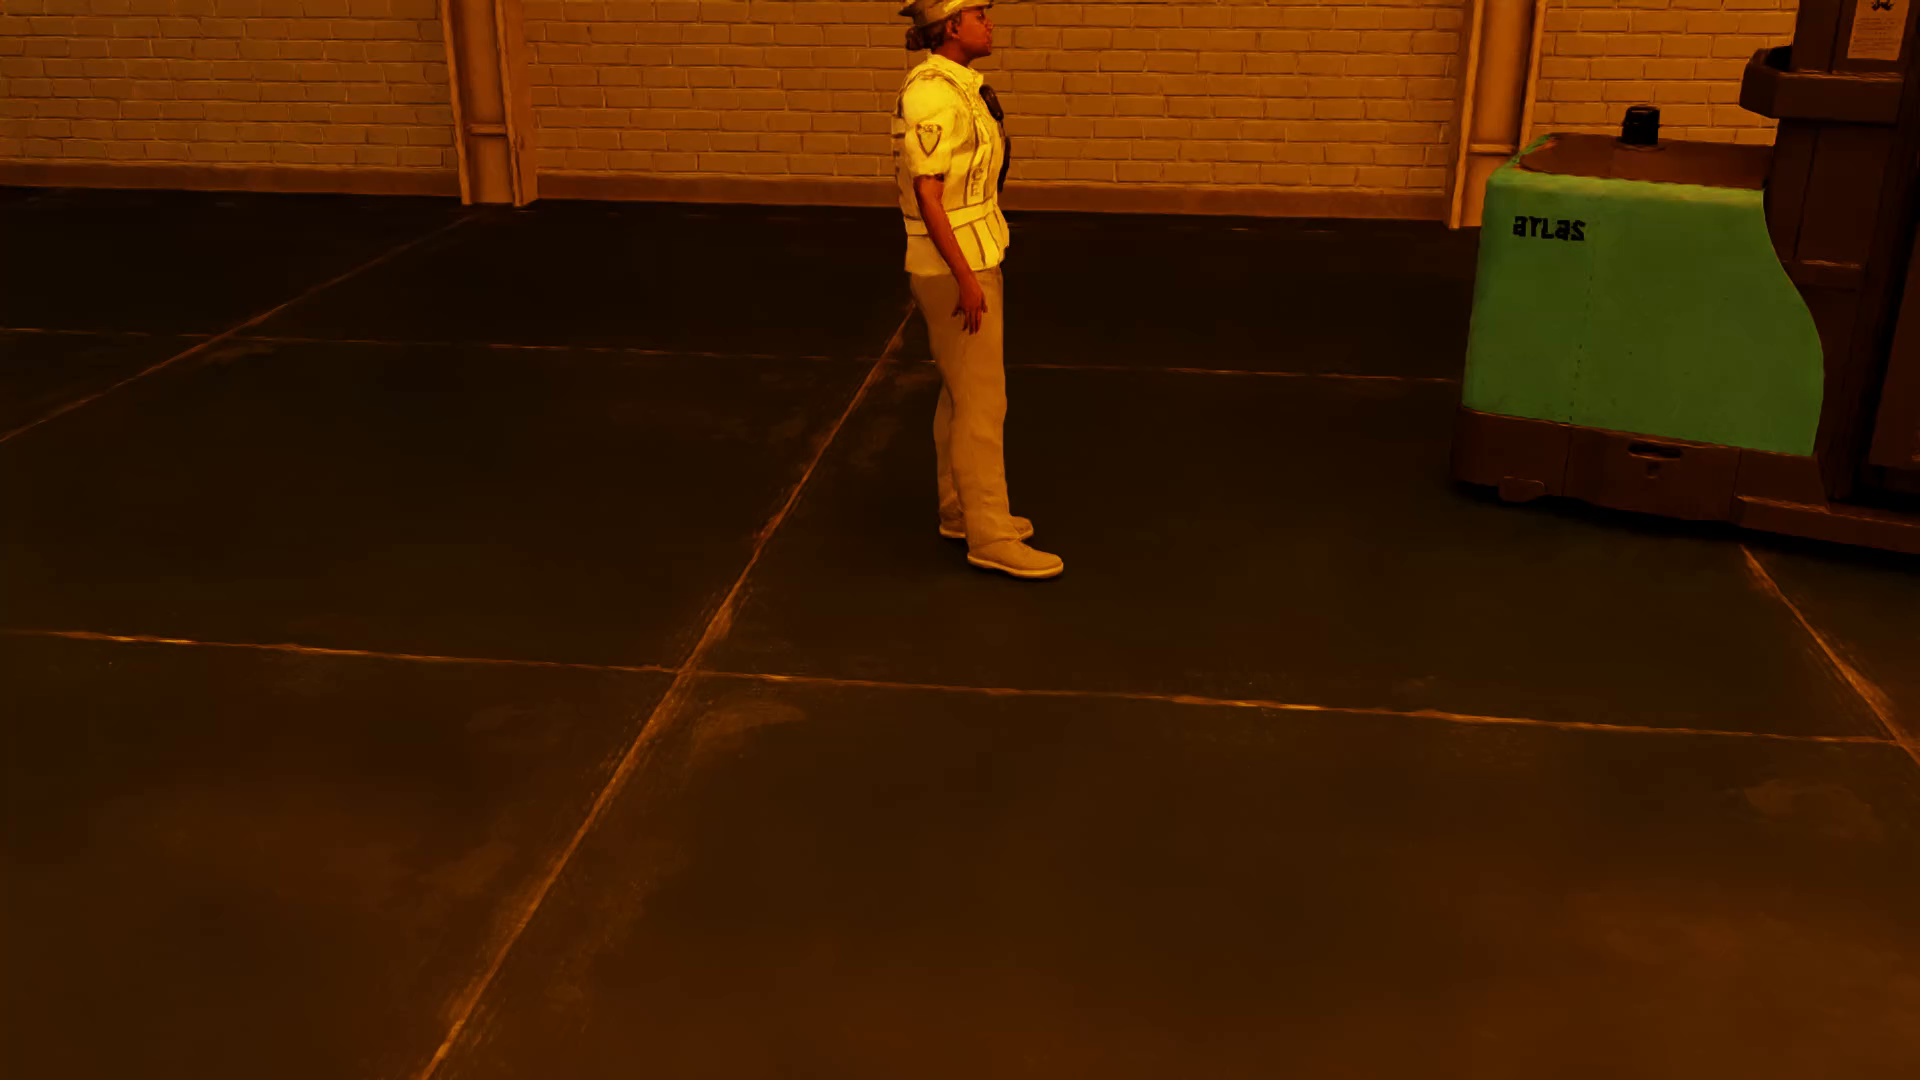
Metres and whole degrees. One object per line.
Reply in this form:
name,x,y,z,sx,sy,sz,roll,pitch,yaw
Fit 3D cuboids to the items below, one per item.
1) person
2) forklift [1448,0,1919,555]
person,0.072,-0.781,4.832,0.529,1.693,0.570,3,22,7
forklift,3.177,-1.409,4.754,3.031,2.935,1.130,11,24,25
